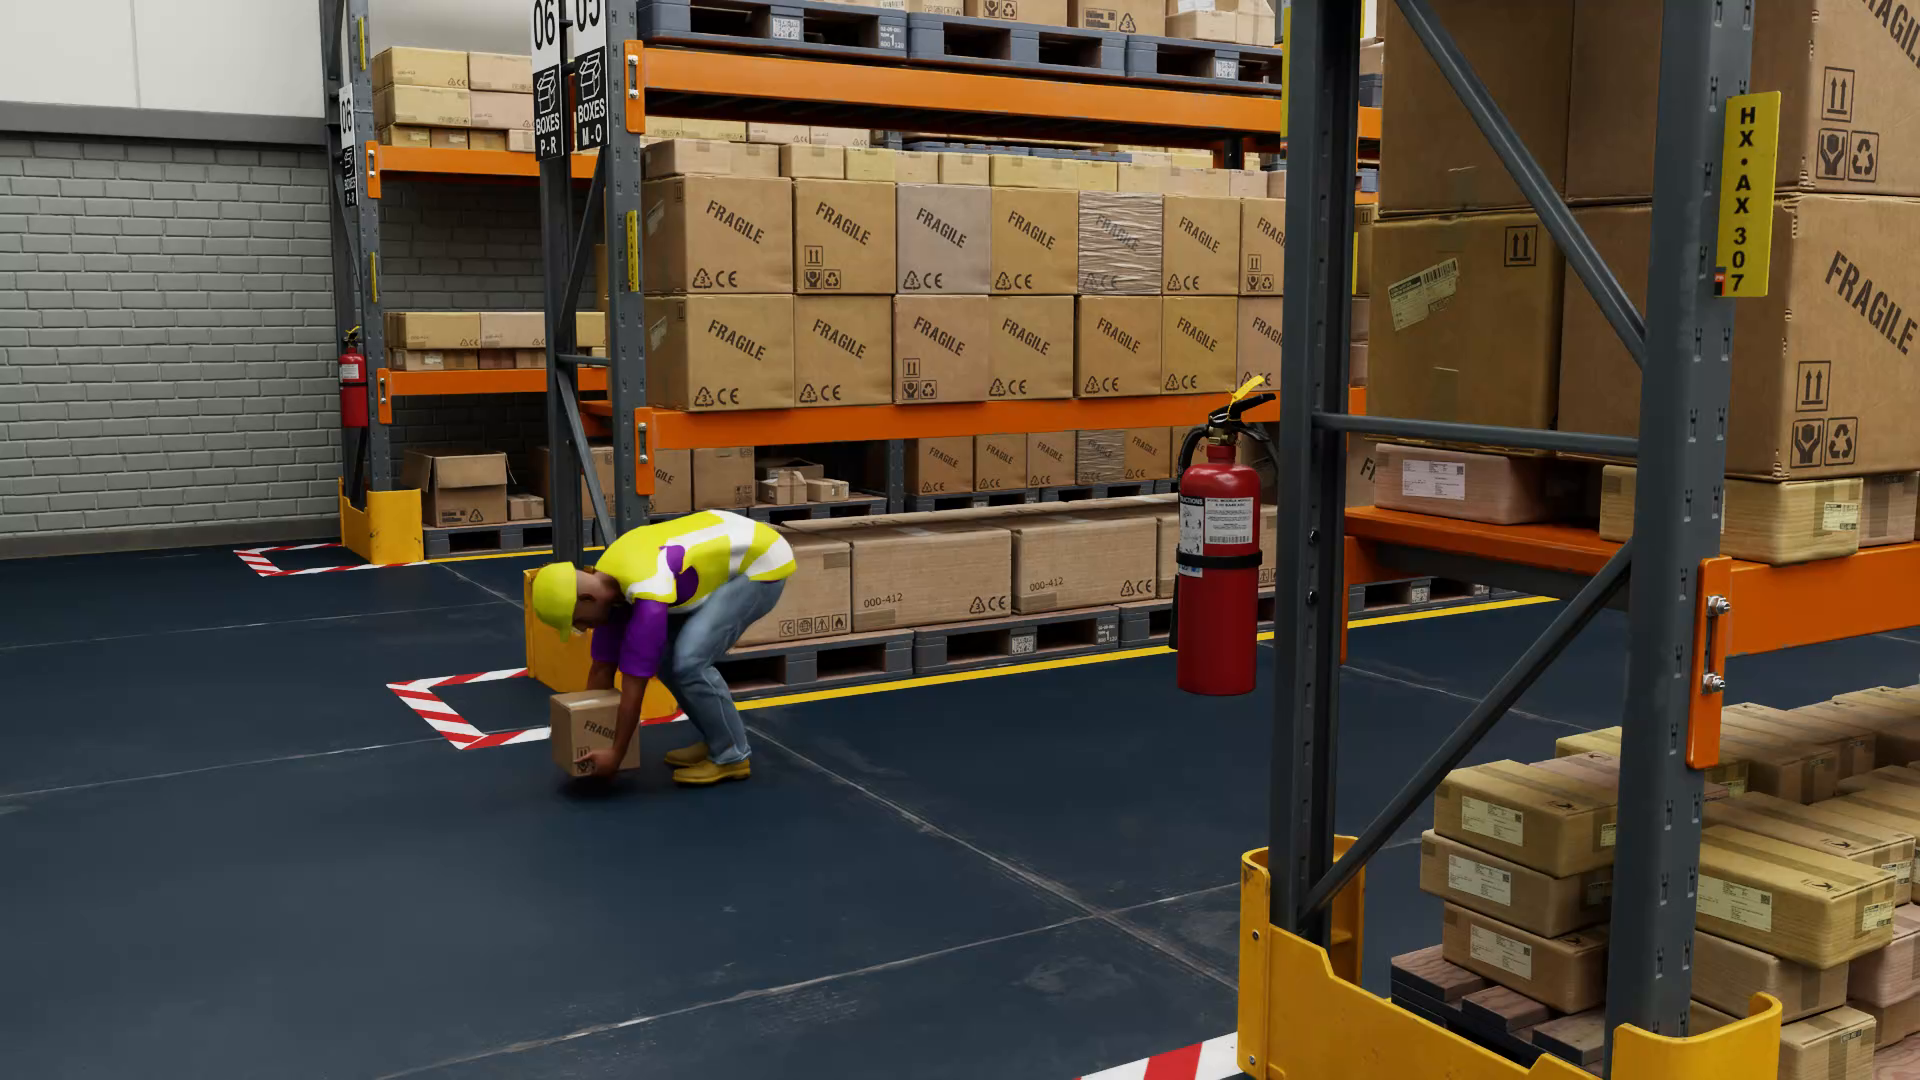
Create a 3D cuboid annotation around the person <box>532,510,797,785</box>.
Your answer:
[{"bbox_3d":[-1.086,0.401,6.148,0.974,0.993,0.503,-4,9,-28],"label":"person"}]
